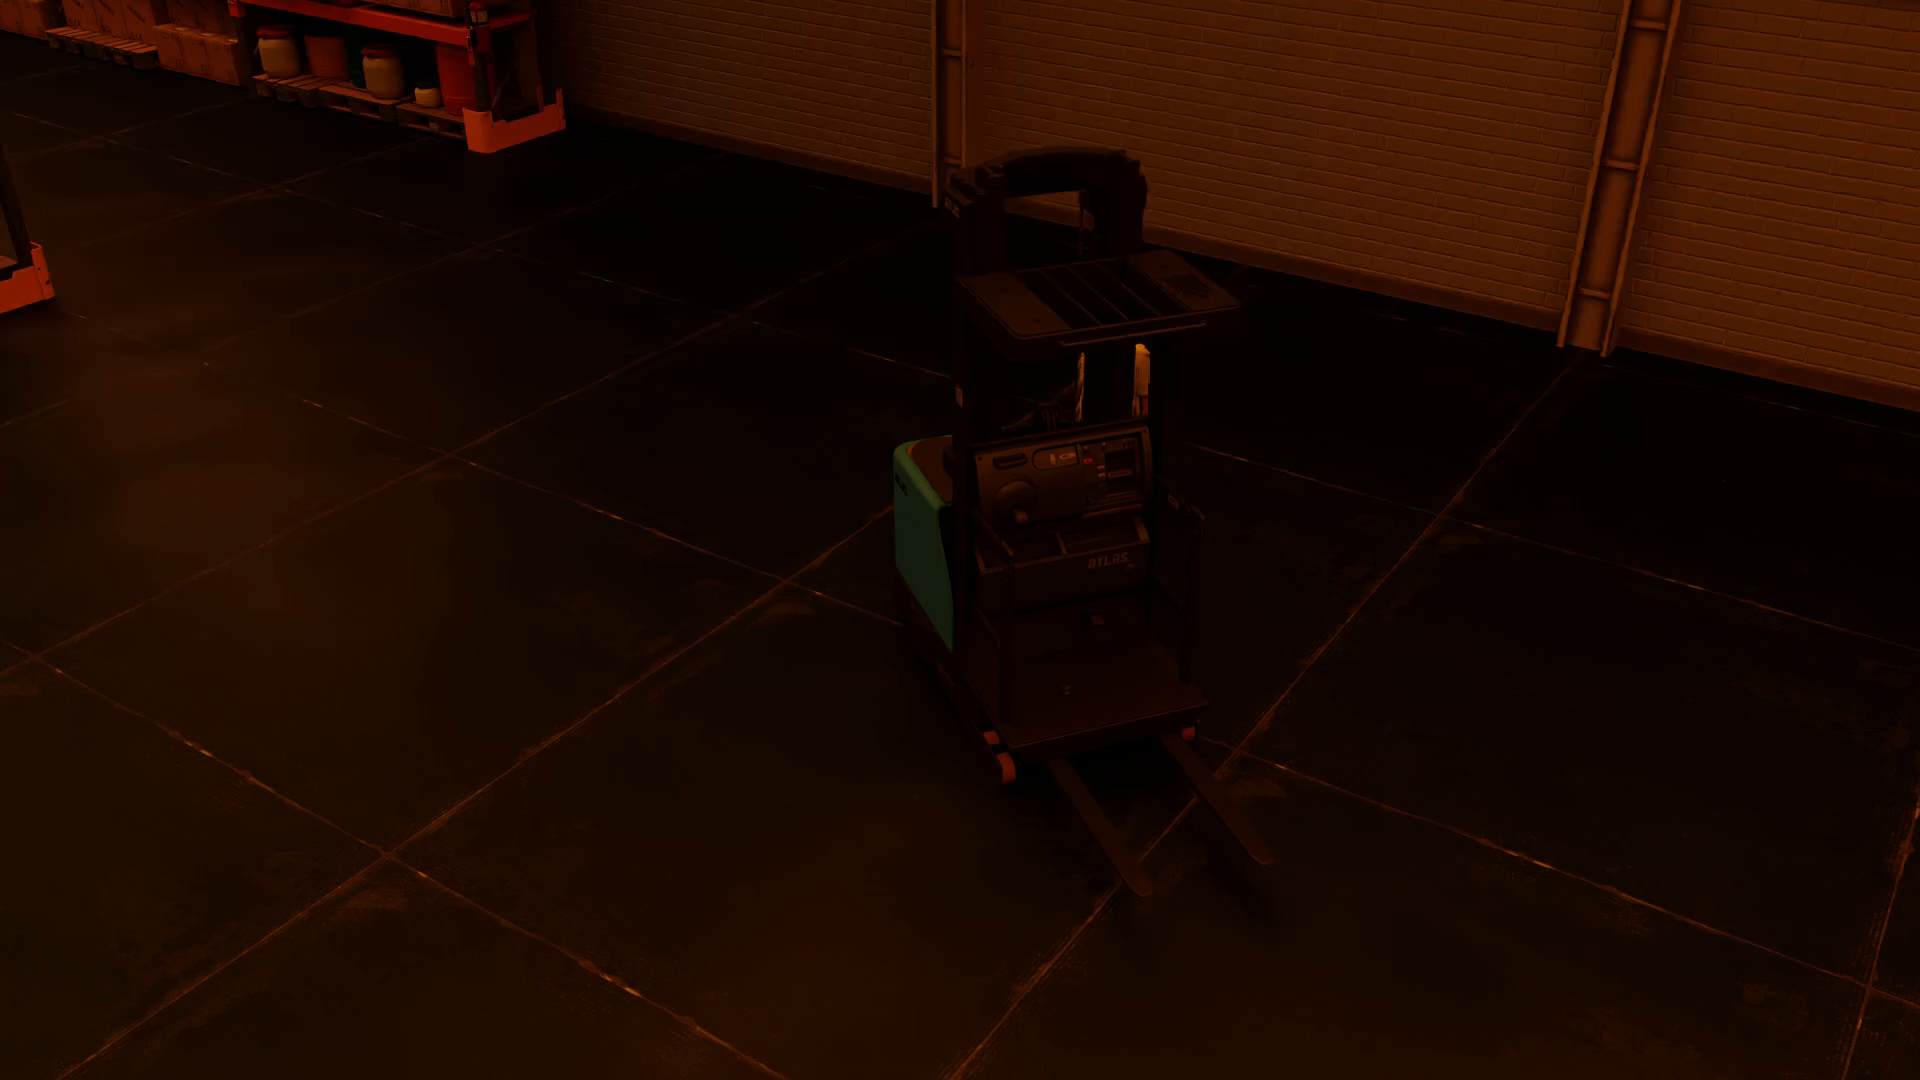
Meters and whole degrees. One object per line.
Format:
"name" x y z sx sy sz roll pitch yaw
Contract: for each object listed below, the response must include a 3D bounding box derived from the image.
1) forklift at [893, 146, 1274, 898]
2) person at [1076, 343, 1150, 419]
"forklift" 0.593 -0.268 8.043 1.130 2.935 3.031 -10 32 -17
"person" 0.920 -0.749 10.115 0.486 1.741 0.907 -14 33 -23
